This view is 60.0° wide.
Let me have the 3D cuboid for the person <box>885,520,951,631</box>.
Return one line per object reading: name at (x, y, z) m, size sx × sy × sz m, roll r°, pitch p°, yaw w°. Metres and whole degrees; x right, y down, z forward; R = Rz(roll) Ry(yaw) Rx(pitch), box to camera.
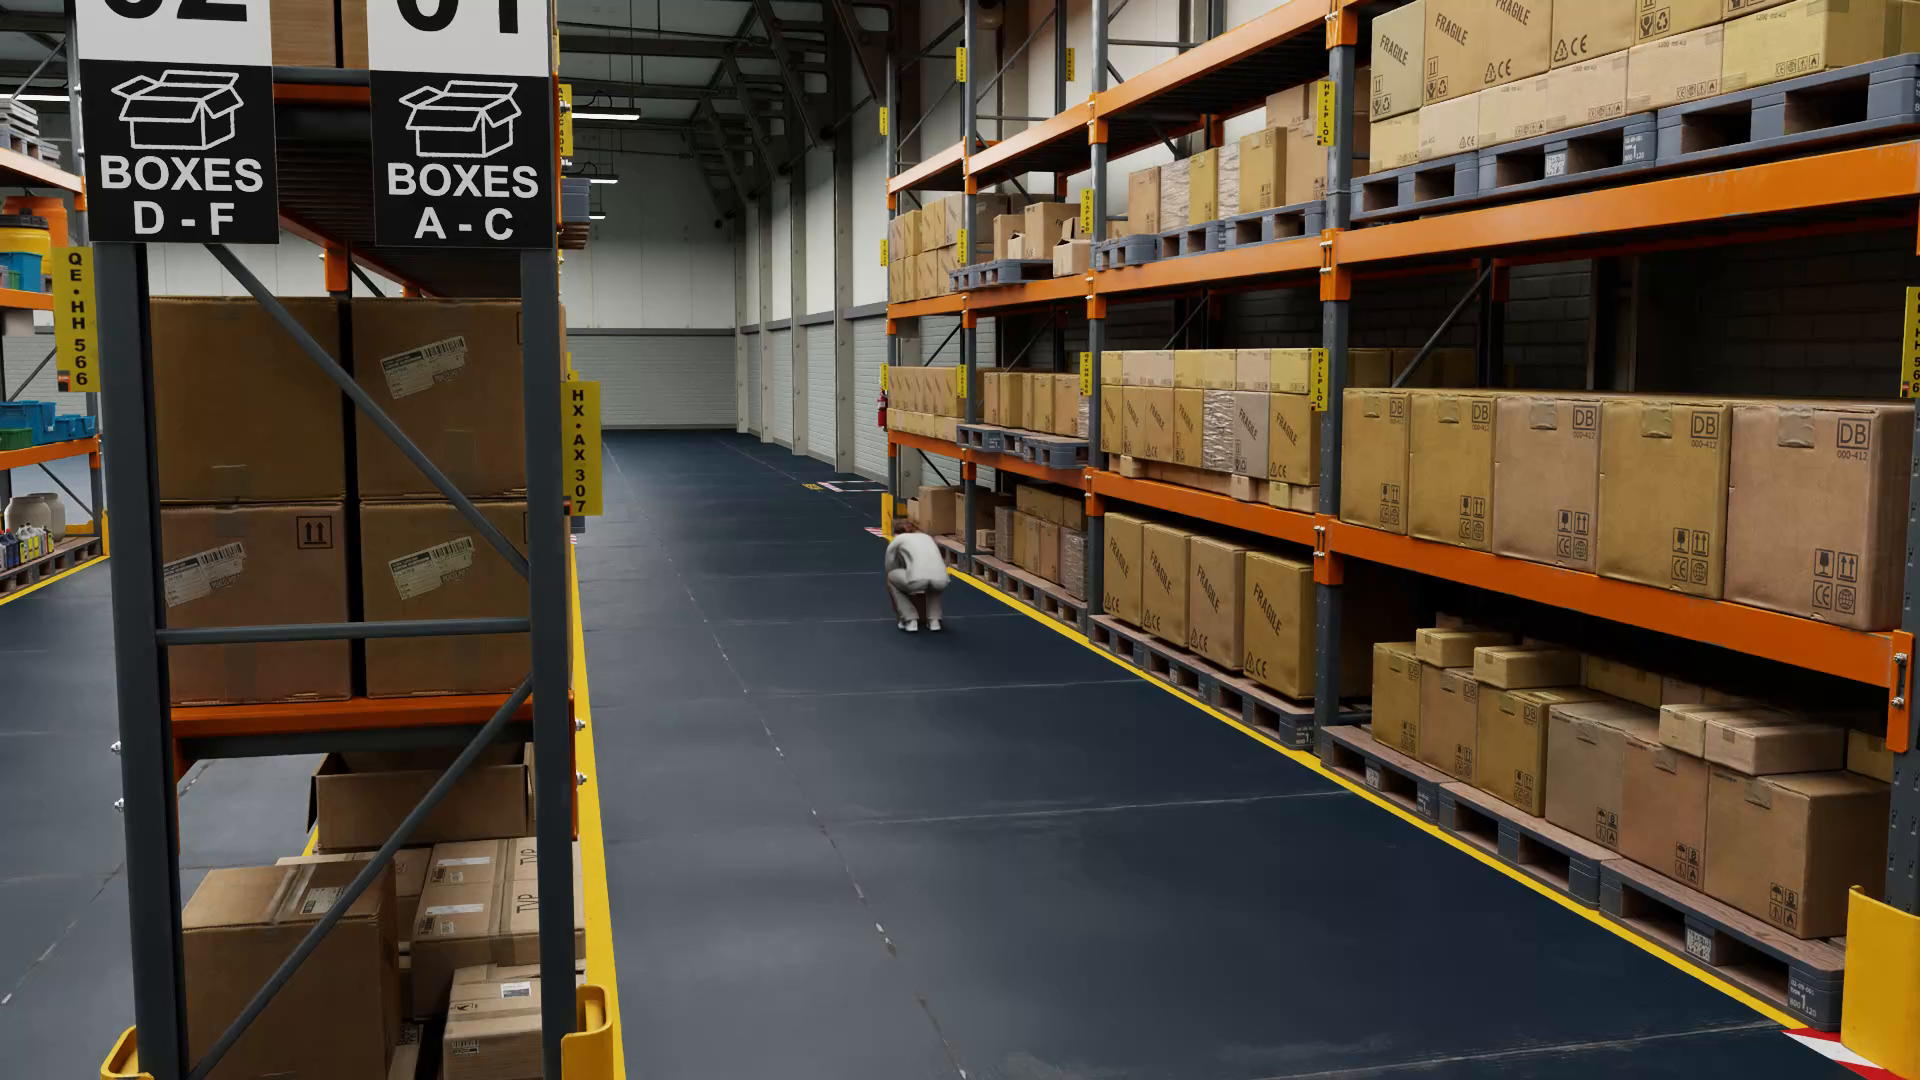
person at (-0.349, 0.288, 13.352) m, size 0.464 × 0.846 × 0.801 m, roll -2°, pitch 6°, yaw -14°
